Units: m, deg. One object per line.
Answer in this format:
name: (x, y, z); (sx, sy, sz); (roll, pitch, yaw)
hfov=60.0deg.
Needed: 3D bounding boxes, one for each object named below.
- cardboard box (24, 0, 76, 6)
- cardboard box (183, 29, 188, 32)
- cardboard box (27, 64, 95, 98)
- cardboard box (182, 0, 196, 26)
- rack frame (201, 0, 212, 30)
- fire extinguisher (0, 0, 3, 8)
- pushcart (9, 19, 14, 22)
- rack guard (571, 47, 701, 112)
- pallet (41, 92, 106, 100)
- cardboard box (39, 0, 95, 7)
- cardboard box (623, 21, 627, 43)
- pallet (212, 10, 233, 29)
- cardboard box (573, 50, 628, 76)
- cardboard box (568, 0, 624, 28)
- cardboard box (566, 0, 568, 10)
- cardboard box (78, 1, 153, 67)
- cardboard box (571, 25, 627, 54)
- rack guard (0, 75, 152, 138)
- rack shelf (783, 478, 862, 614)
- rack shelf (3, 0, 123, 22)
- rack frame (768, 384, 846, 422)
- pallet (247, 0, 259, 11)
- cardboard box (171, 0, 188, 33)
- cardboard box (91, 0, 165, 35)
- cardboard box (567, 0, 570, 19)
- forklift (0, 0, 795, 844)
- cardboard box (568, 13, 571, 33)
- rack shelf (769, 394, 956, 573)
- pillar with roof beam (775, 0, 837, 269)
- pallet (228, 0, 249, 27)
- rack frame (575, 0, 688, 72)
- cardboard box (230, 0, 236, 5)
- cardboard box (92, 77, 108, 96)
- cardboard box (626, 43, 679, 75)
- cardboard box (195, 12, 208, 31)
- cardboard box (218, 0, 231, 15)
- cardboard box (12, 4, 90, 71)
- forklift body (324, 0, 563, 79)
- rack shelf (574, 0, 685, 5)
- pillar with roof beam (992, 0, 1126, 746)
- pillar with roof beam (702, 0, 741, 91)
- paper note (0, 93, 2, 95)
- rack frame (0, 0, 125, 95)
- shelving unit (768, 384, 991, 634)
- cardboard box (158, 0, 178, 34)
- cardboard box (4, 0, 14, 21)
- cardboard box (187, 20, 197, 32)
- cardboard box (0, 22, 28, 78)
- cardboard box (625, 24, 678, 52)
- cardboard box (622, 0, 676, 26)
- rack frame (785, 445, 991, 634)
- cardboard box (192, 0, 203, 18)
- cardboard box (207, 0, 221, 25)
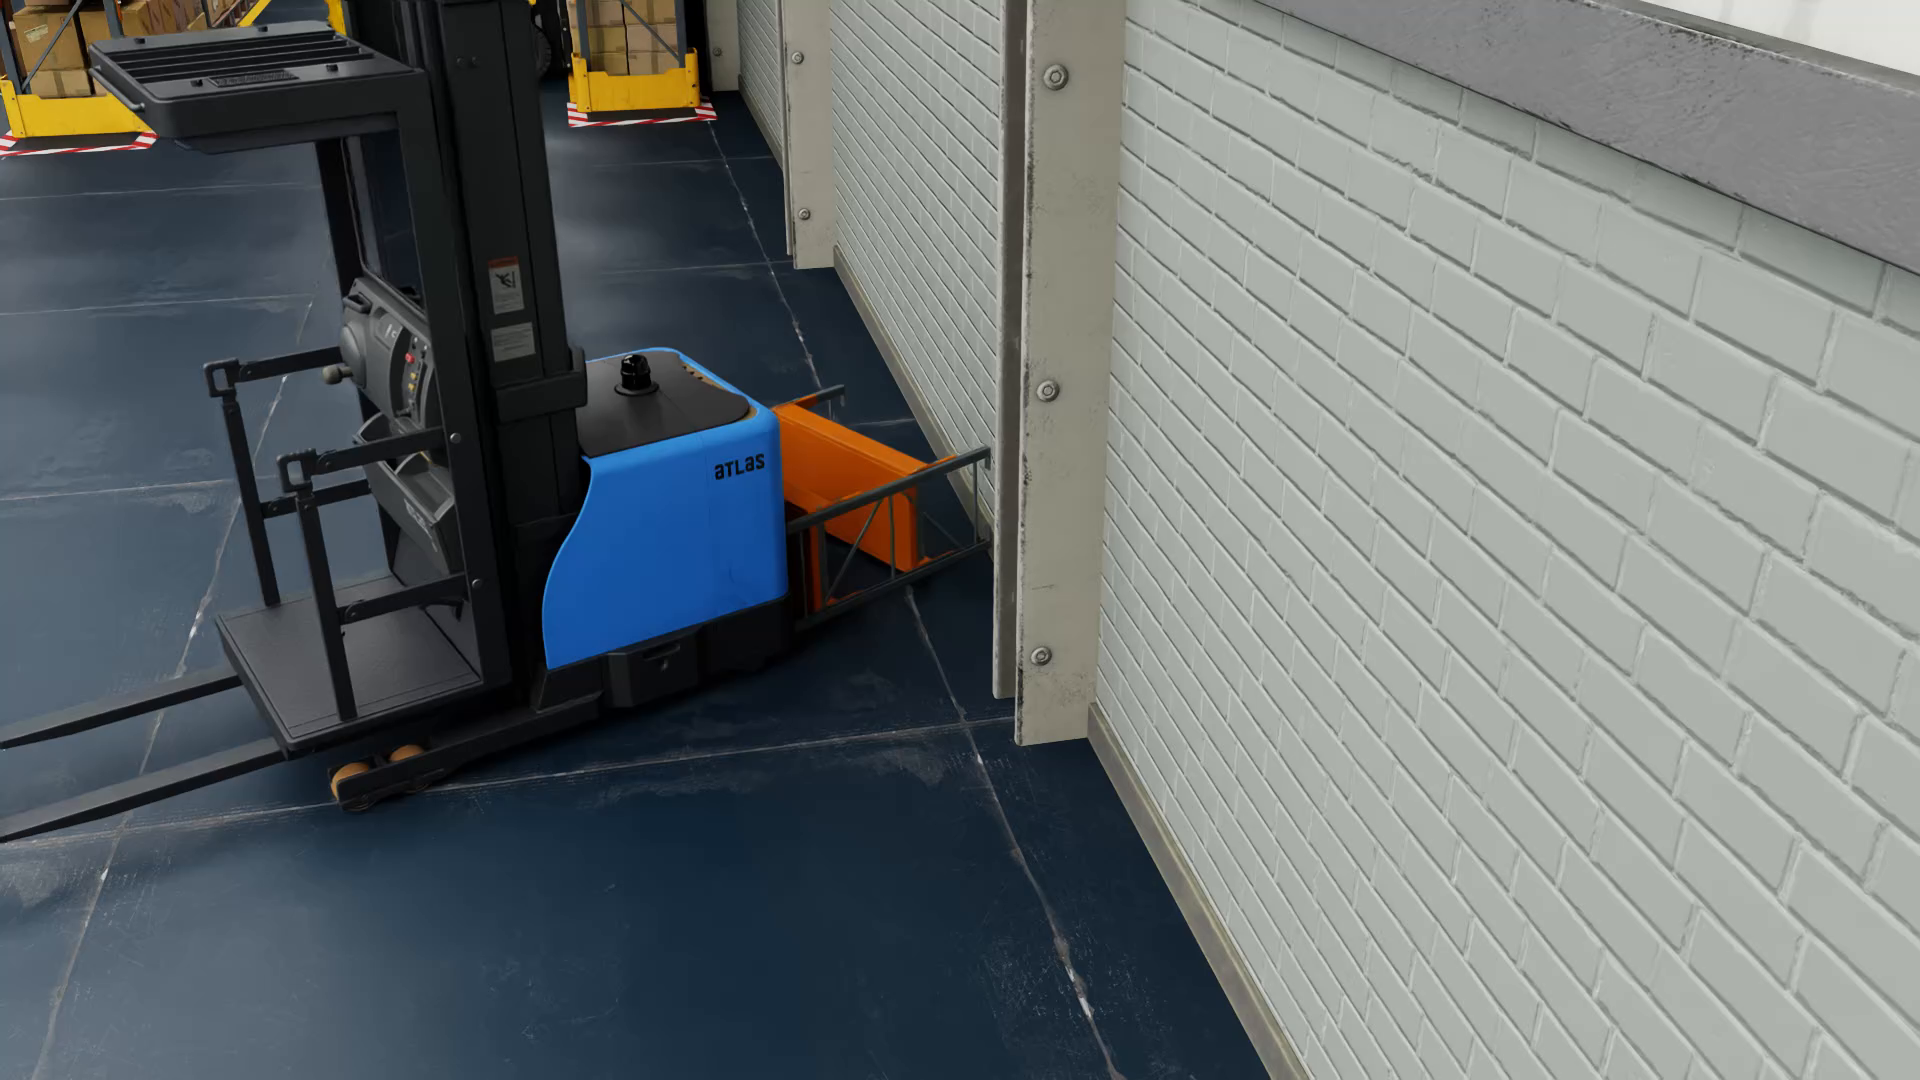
cardboard box: (-8.522, -5.099, 15.557); (0.380, 0.149, 0.250); (-5, 27, -10)
cardboard box: (-8.205, -5.063, 17.037); (0.500, 0.250, 0.500); (-6, 27, -11)
cardboard box: (-8.389, -4.334, 15.592); (0.500, 0.250, 0.500); (-6, 27, -12)
cardboard box: (-8.329, -5.631, 17.330); (0.500, 0.500, 0.500); (-5, 27, -11)
rack frame: (-8.840, -6.791, 17.877); (1.000, 3.000, 0.127); (-6, 27, -12)
fire extinguisher: (-8.362, -4.904, 14.223); (0.296, 0.674, 0.183); (-6, 27, -12)
pushcart: (-11.050, -5.367, 17.965); (1.648, 0.377, 0.936); (-16, 31, -29)
rack guard: (-3.098, -4.415, 15.942); (1.175, 0.500, 0.348); (-6, 27, -12)
pallet: (-8.105, -4.184, 15.806); (1.003, 0.211, 1.213); (-6, 27, -12)
cardboard box: (-8.494, -4.884, 15.851); (0.500, 0.500, 0.500); (-5, 27, -10)
cardboard box: (-3.131, -5.171, 16.696); (0.500, 0.250, 0.500); (-6, 27, -12)
pallet: (-9.017, -5.888, 19.182); (1.003, 0.211, 1.213); (-6, 27, -12)
cardboard box: (-3.517, -4.675, 16.269); (0.500, 0.250, 0.500); (-6, 27, -11)
cardboard box: (-3.511, -5.118, 16.037); (0.500, 0.250, 0.500); (-5, 27, -10)
cardboard box: (-3.756, -5.562, 16.917); (0.500, 0.250, 0.500); (-6, 27, -11)
cardboard box: (-7.857, -4.723, 15.531); (0.500, 0.500, 0.500); (-7, 28, -13)
cardboard box: (-3.518, -4.906, 16.172); (0.500, 0.250, 0.500); (-6, 27, -12)
rack guard: (-7.956, -3.953, 15.027); (1.175, 0.500, 0.348); (-6, 27, -12)
rack shelf: (-0.847, -0.087, 7.274); (0.278, 0.538, 1.000); (-23, 35, -37)
rack shelf: (-8.390, -5.592, 16.299); (1.077, 0.370, 4.000); (-6, 27, -12)
rack frame: (-0.975, -0.346, 7.784); (1.125, 0.500, 0.032); (-23, 35, -37)
pallet: (-9.567, -6.959, 21.304); (1.003, 0.211, 1.213); (-6, 27, -12)
cardboard box: (-8.213, -5.407, 16.886); (0.500, 0.500, 0.500); (-5, 27, -9)
cardboard box: (-7.979, -4.952, 15.985); (0.500, 0.500, 0.500); (-7, 28, -14)
cardboard box: (-3.632, -5.342, 16.480); (0.500, 0.250, 0.500); (-5, 27, -11)
forklift: (-2.175, -0.626, 5.737); (3.031, 2.935, 1.130); (-17, 32, -30)
cardboard box: (-3.757, -5.352, 17.055); (0.500, 0.250, 0.500); (-7, 28, -13)
rack shelf: (-0.451, -0.257, 7.595); (0.278, 0.538, 1.000); (-23, 35, -37)
pillar with roof beam: (-5.225, -5.545, 8.750); (9.100, 9.000, 0.400); (-6, 27, -12)
pallet: (-9.296, -6.425, 20.245); (1.003, 0.211, 1.213); (-6, 27, -12)
rack frame: (-3.104, -5.541, 15.399); (1.000, 3.000, 0.127); (-6, 27, -12)
cardboard box: (-9.285, -6.656, 20.059); (0.950, 0.372, 0.625); (-5, 27, -10)
cardboard box: (-7.851, -4.378, 15.680); (0.500, 0.250, 0.500); (-6, 27, -12)
cardboard box: (-3.024, -4.737, 16.391); (0.500, 0.250, 0.500); (-6, 27, -11)
cardboard box: (-8.445, -5.519, 17.941); (0.500, 0.250, 0.500); (-5, 27, -9)
cardboard box: (-9.126, -6.351, 19.454); (0.950, 0.372, 0.625); (-4, 27, -8)
cardboard box: (-8.374, -4.655, 15.398); (0.500, 0.500, 0.500); (-6, 27, -11)
forklift body: (-5.309, -5.809, 16.873); (2.313, 2.155, 1.214); (-6, 27, -12)
rack shelf: (-3.554, -6.098, 17.301); (1.077, 0.370, 4.000); (-6, 27, -12)
pillar with roof beam: (-3.873, -2.911, 3.531); (9.100, 9.000, 0.400); (-6, 27, -12)
pillar with roof beam: (-6.577, -8.179, 13.968); (9.100, 9.000, 0.400); (-6, 27, -12)
paper note: (-9.475, -4.434, 16.500); (0.142, 0.019, 0.148); (-16, 31, -29)
rack frame: (-7.939, -5.035, 14.397); (1.000, 3.000, 0.127); (-6, 27, -12)
shelving unit: (-0.631, -0.180, 7.449); (1.125, 0.538, 1.048); (-23, 35, -37)
cardboard box: (-8.084, -5.173, 16.423); (0.500, 0.500, 0.500); (-5, 27, -11)
cardboard box: (-10.568, -5.820, 17.885); (0.500, 0.500, 0.500); (-6, 27, -12)
cardboard box: (-8.315, -5.286, 17.480); (0.500, 0.250, 0.500); (-7, 28, -13)
cardboard box: (-9.925, -5.068, 17.233); (0.500, 0.500, 0.500); (13, 30, 24)
cardboard box: (-3.007, -4.952, 16.262); (0.500, 0.250, 0.500); (-5, 27, -11)
cardboard box: (-3.028, -5.178, 16.155); (0.500, 0.250, 0.500); (-6, 27, -12)
rack frame: (-0.287, -0.014, 7.113); (1.125, 0.500, 0.032); (-23, 35, -37)
cardboard box: (-8.446, -5.854, 17.772); (0.500, 0.500, 0.500); (-6, 27, -12)
cardboard box: (-8.961, -6.036, 18.830); (0.950, 0.372, 0.625); (-6, 27, -11)
